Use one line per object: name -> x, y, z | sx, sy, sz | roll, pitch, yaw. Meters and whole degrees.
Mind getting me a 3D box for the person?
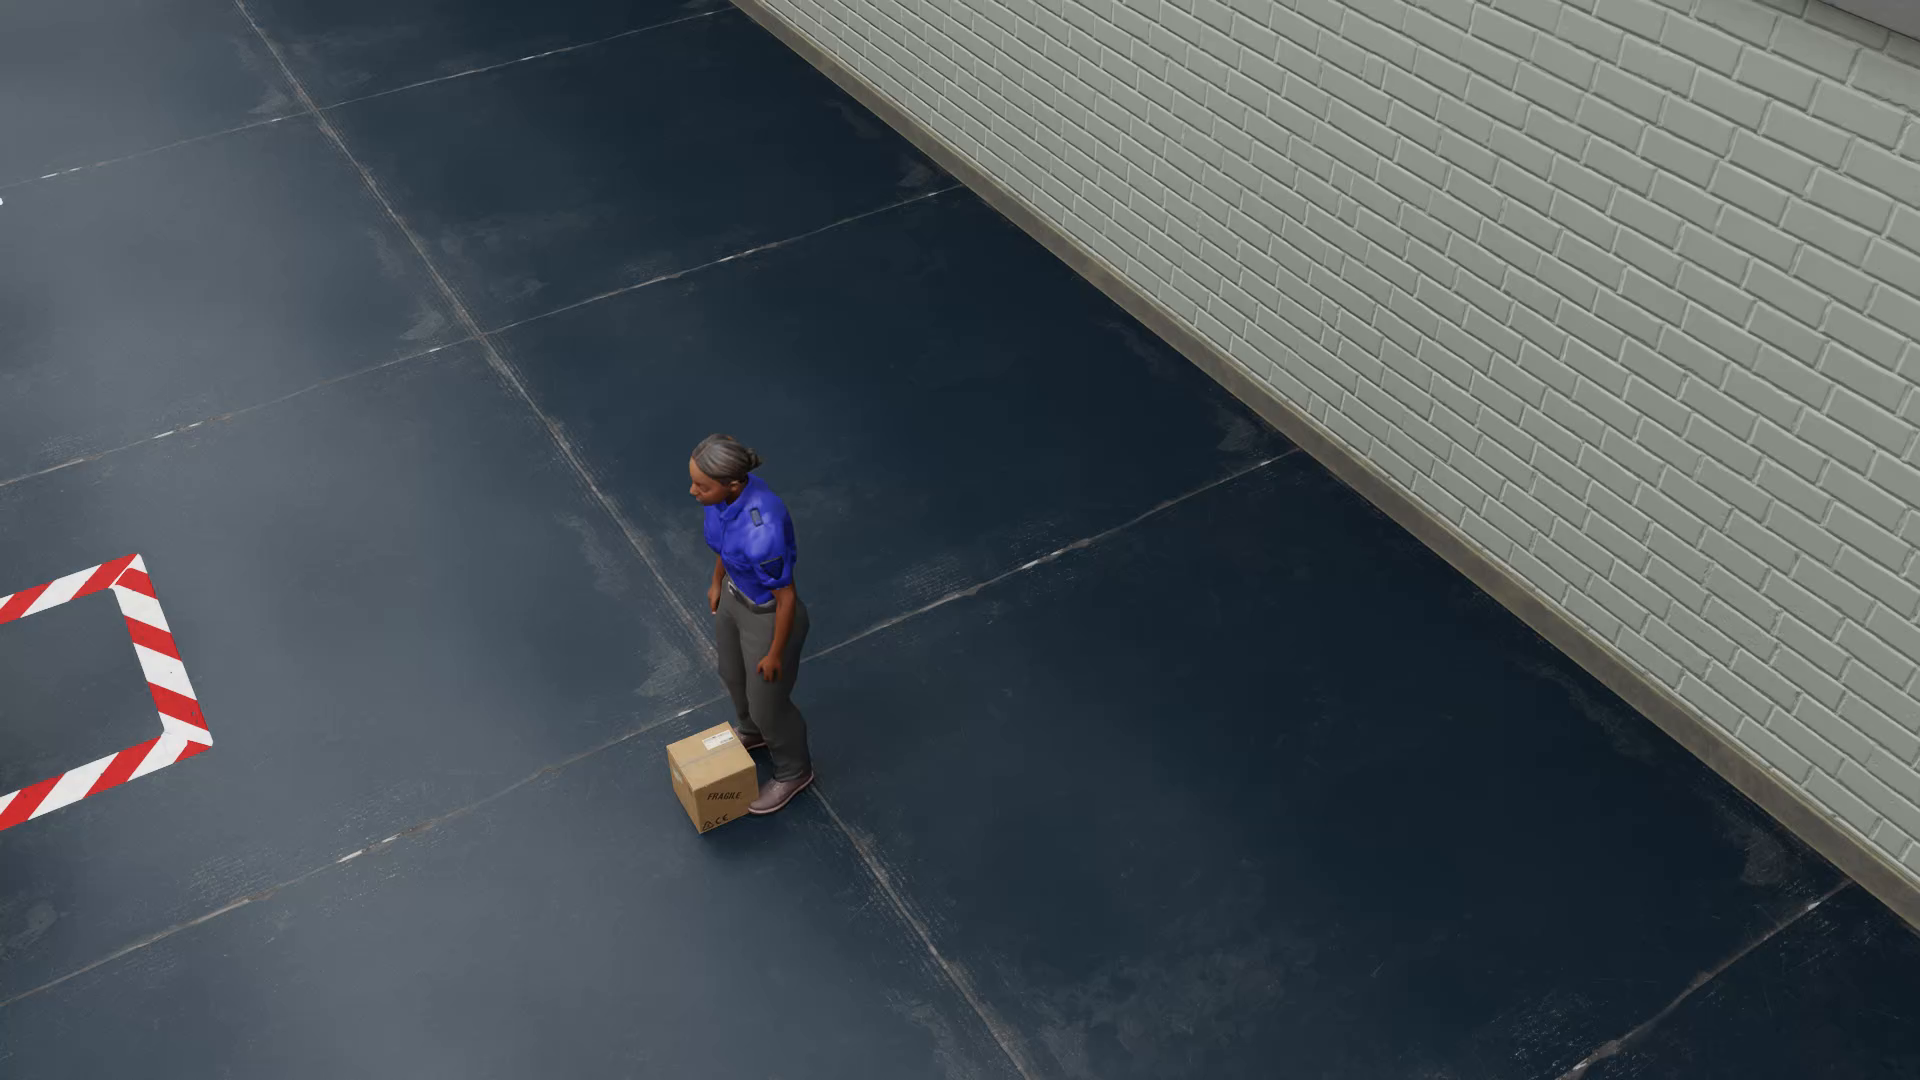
person -> -0.732, 0.266, 5.855 | 0.347, 1.655, 0.507 | -23, 46, -24
